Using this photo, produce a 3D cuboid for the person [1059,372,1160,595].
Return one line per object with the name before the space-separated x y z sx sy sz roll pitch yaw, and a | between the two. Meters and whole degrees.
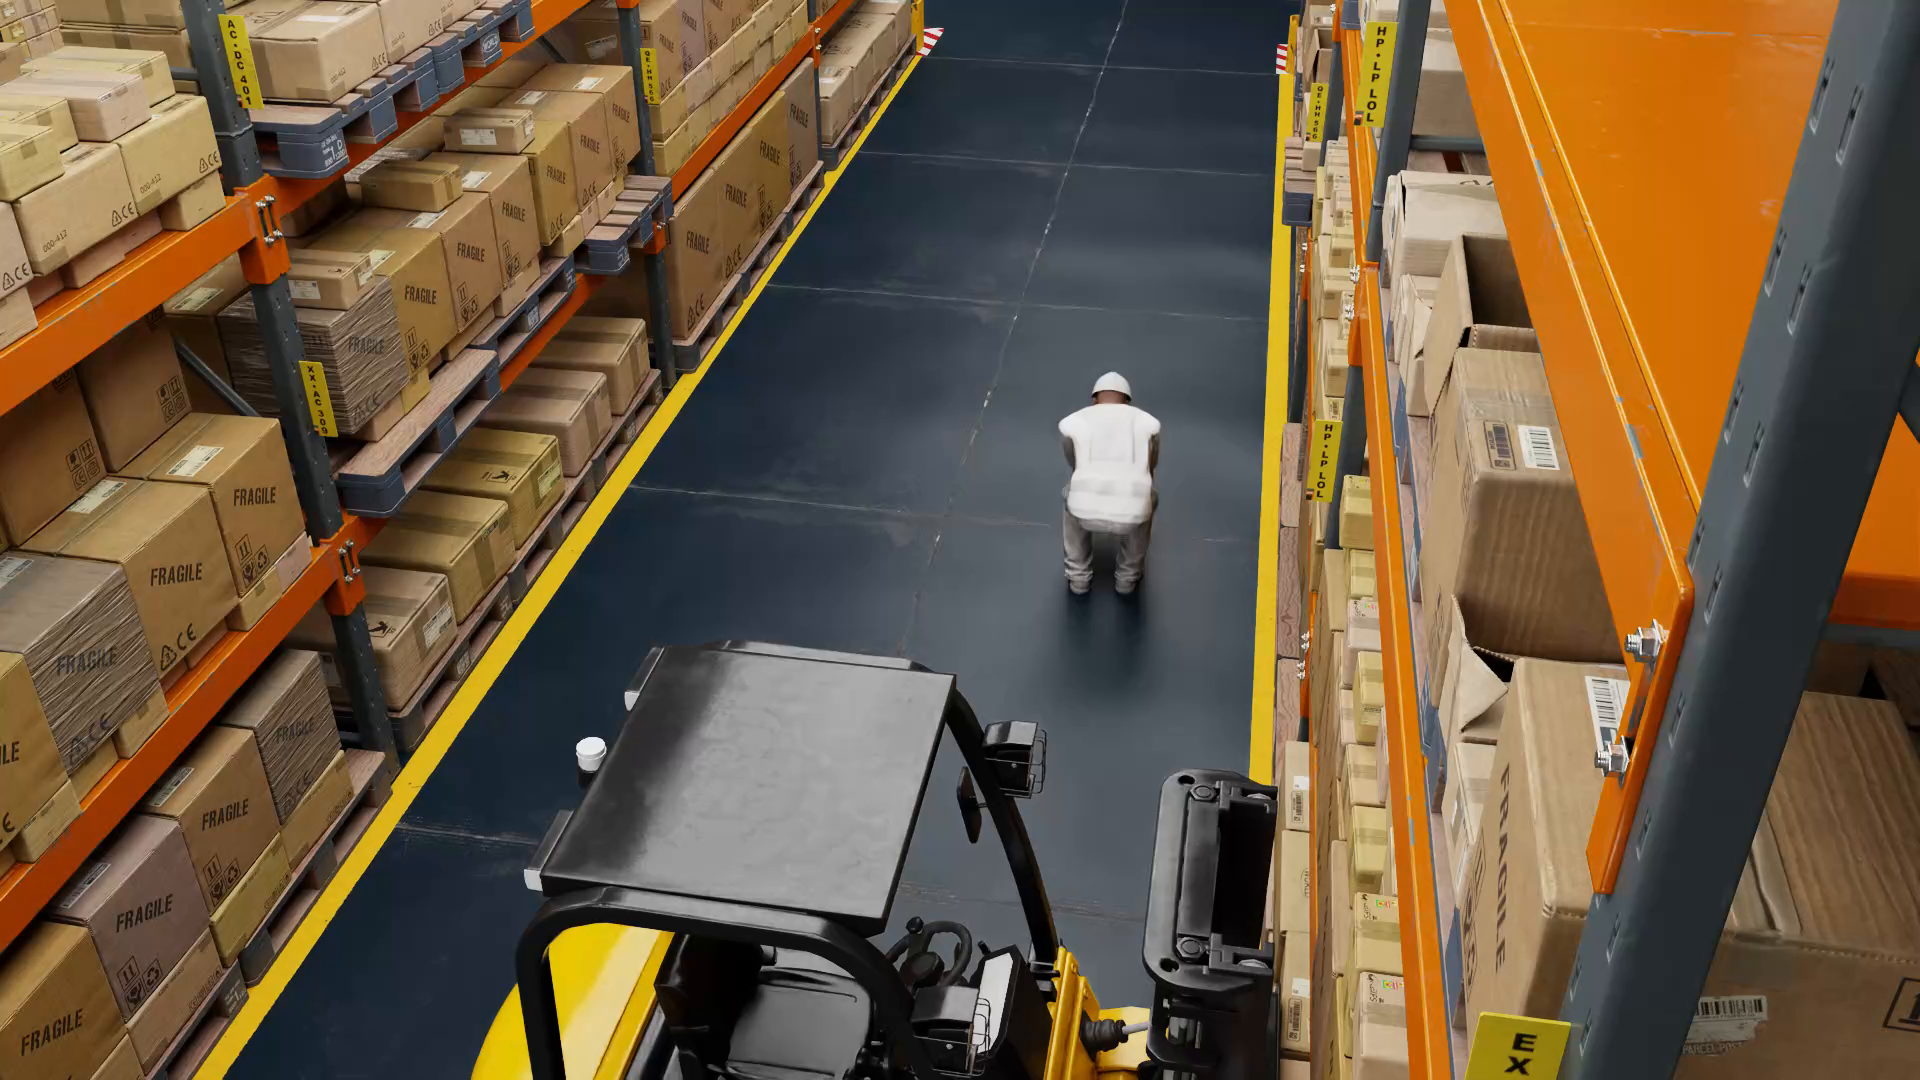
person | 0.775 -0.263 8.778 0.546 1.002 0.929 4 32 7
